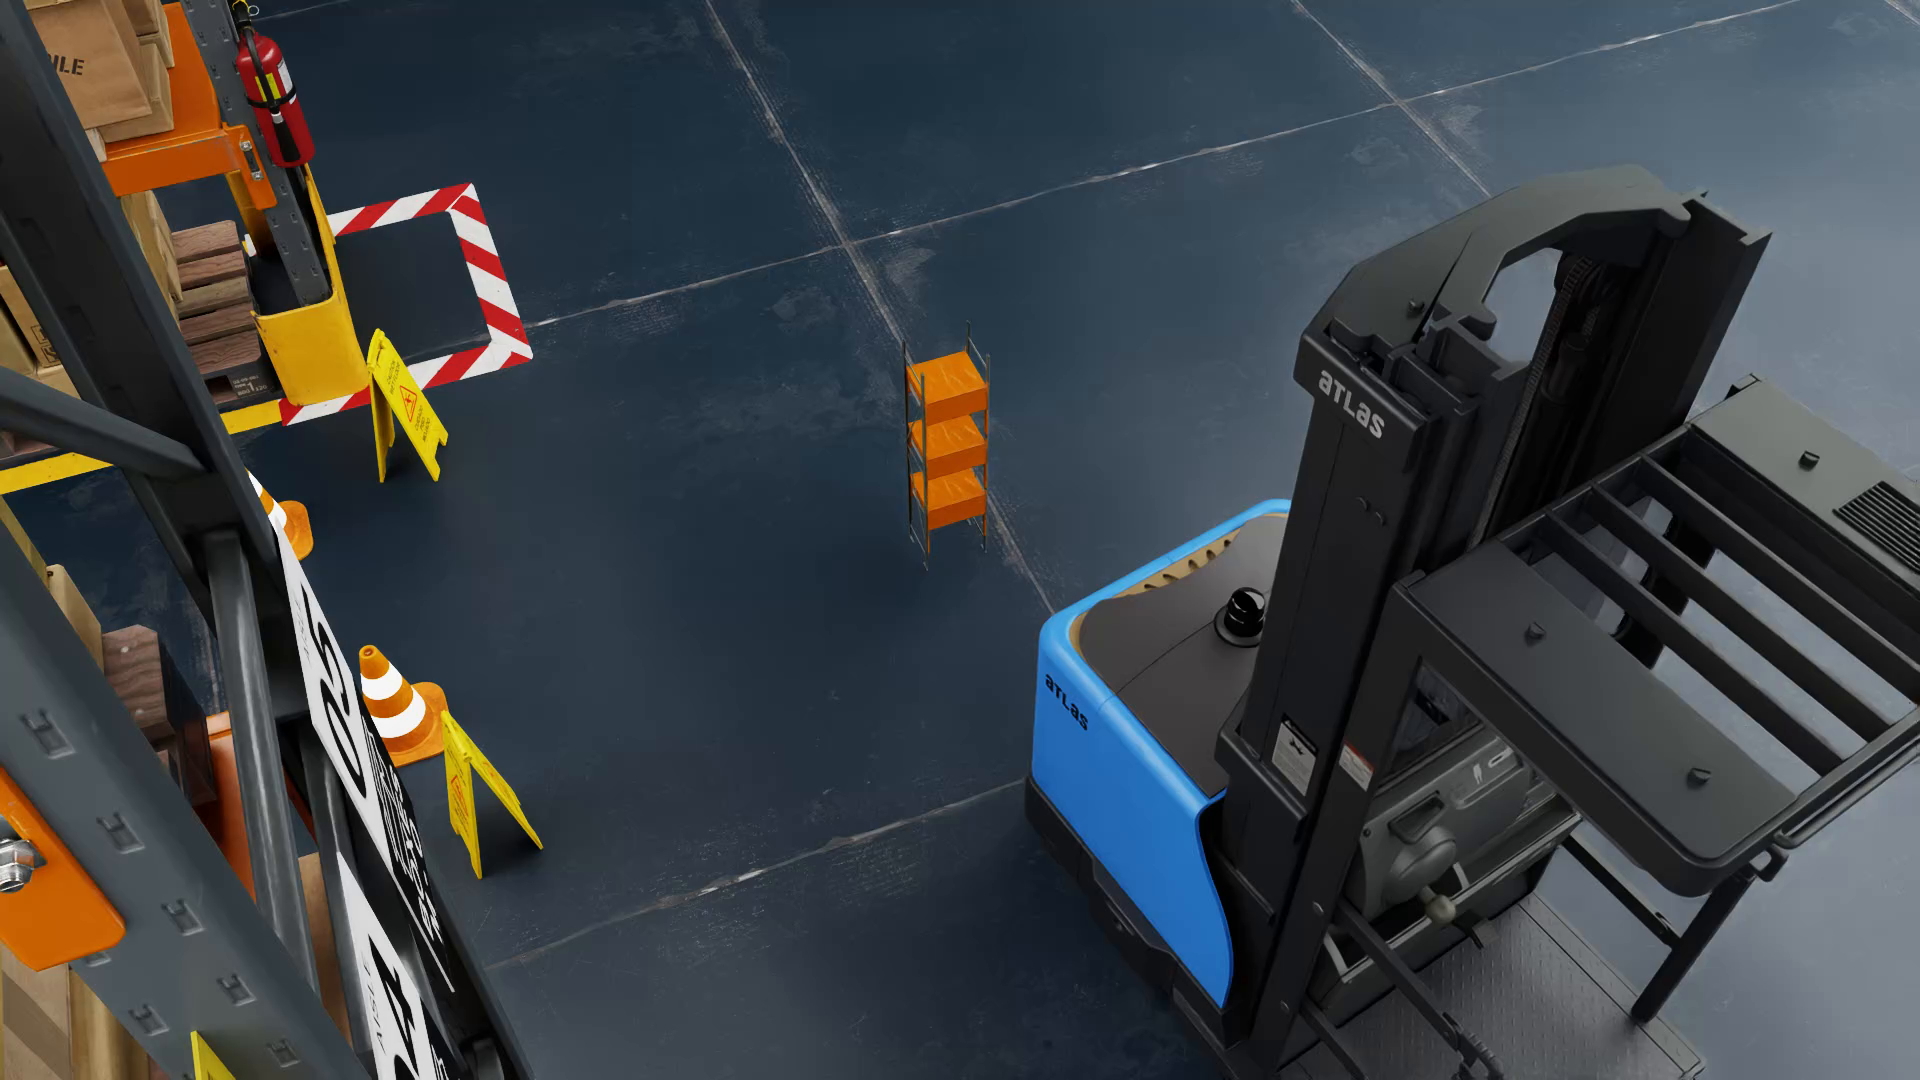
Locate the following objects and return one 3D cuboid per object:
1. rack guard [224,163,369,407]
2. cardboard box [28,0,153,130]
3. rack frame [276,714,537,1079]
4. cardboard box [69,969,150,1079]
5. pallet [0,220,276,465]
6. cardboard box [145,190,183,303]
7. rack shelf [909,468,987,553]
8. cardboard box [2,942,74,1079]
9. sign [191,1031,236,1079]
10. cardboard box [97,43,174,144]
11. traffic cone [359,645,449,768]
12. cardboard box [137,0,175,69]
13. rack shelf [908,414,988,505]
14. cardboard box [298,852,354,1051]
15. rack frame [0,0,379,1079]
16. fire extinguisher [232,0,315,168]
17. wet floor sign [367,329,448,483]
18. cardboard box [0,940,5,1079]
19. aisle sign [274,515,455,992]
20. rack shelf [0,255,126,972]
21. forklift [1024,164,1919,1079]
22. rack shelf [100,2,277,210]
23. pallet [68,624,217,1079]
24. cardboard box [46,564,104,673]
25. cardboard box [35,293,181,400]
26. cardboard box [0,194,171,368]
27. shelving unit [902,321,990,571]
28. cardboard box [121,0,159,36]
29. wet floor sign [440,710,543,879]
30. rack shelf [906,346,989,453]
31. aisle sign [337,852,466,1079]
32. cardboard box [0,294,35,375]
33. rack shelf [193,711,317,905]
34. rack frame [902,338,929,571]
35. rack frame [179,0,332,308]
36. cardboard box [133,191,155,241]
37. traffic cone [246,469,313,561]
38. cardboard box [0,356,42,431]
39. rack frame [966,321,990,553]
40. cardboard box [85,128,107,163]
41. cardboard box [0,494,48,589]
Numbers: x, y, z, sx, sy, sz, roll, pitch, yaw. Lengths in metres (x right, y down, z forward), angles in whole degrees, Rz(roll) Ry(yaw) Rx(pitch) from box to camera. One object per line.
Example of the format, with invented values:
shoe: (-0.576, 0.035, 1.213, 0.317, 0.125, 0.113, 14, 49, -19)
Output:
rack guard: (-2.907, -1.175, 7.270, 0.348, 0.500, 1.175, -17, 52, -14)
cardboard box: (-3.235, -1.791, 5.890, 0.500, 0.500, 0.500, -18, 52, -15)
rack frame: (-0.871, 1.437, 3.380, 0.127, 3.000, 1.000, -17, 52, -14)
cardboard box: (-1.051, 0.705, 1.854, 0.250, 0.149, 0.380, -17, 52, -14)
pallet: (-3.672, -0.872, 7.201, 1.213, 0.211, 1.003, -17, 52, -14)
cardboard box: (-3.688, -1.215, 7.192, 0.500, 0.250, 0.500, -18, 52, -15)
rack shelf: (-0.050, -0.139, 6.398, 0.240, 0.259, 0.215, -17, 52, -14)
cardboard box: (-1.219, 0.579, 1.700, 0.500, 0.250, 0.500, -17, 51, -14)
sign: (-0.679, 0.582, 1.605, 0.005, 0.325, 0.100, -17, 52, -14)
cardboard box: (-3.102, -1.672, 6.215, 0.250, 0.149, 0.380, -16, 51, -13)
traffic cone: (-2.012, 0.527, 5.833, 0.334, 0.463, 0.336, -17, 52, -14)
cardboard box: (-3.229, -1.977, 6.477, 0.250, 0.149, 0.380, -17, 51, -14)
rack shelf: (-0.050, -0.320, 6.187, 0.240, 0.259, 0.215, -17, 52, -14)
cardboard box: (-1.229, 1.115, 2.845, 0.550, 0.550, 0.875, -17, 52, -14)
rack frame: (-0.871, -0.518, 1.104, 0.127, 3.000, 1.000, -17, 52, -14)
fire extinguisher: (-2.556, -1.695, 6.120, 0.183, 0.674, 0.296, -17, 52, -14)
wet floor sign: (-2.256, -0.547, 6.635, 0.232, 0.644, 0.267, -2, 49, -1)
cardboard box: (-1.055, 0.447, 1.550, 0.250, 0.149, 0.380, -17, 51, -14)
aisle sign: (-0.919, 0.359, 2.592, 0.004, 0.787, 0.394, -17, 52, -14)
rack shelf: (-2.723, 0.420, 1.036, 4.000, 0.370, 1.077, -17, 52, -14)
forklift: (1.459, 0.721, 4.040, 1.130, 2.935, 3.031, -27, 55, -21)
rack shelf: (-4.688, -1.203, 6.121, 4.000, 0.370, 1.077, -17, 52, -14)
pallet: (-1.554, 0.708, 2.086, 1.213, 0.211, 1.003, -17, 52, -14)
cardboard box: (-1.310, 0.245, 2.249, 0.250, 0.149, 0.380, -17, 51, -14)
cardboard box: (-3.505, -0.824, 6.857, 0.500, 0.250, 0.500, -17, 52, -14)
cardboard box: (-3.480, -1.083, 6.585, 0.500, 0.500, 0.500, -17, 51, -14)
shelving unit: (-0.050, -0.327, 6.179, 0.252, 1.050, 0.215, -17, 52, -14)
cardboard box: (-3.380, -2.199, 6.240, 0.500, 0.500, 0.500, -18, 52, -15)
wet floor sign: (-1.593, 0.805, 5.474, 0.232, 0.644, 0.267, -26, 54, -20)
rack shelf: (-0.050, -0.505, 5.972, 0.240, 0.259, 0.215, -17, 52, -14)
aisle sign: (-0.692, 0.780, 2.230, 0.004, 0.787, 0.394, -17, 52, -14)
cardboard box: (-3.961, -0.931, 6.455, 0.500, 0.500, 0.500, -15, 51, -13)
rack shelf: (-2.723, 1.267, 2.022, 4.000, 0.370, 1.077, -17, 52, -14)
rack frame: (-0.162, -0.292, 6.149, 0.008, 1.050, 0.200, -17, 52, -14)
rack frame: (-2.836, -2.011, 6.340, 0.127, 3.000, 1.000, -17, 52, -14)
cardboard box: (-3.710, -1.452, 6.902, 0.500, 0.500, 0.500, -19, 52, -15)
traffic cone: (-2.747, -0.155, 6.419, 0.334, 0.463, 0.336, -17, 52, -14)
cardboard box: (-3.966, -0.688, 6.740, 0.500, 0.250, 0.500, -17, 51, -14)
rack frame: (0.063, -0.362, 6.209, 0.008, 1.050, 0.200, -17, 52, -14)
cardboard box: (-3.294, -1.521, 6.085, 0.250, 0.149, 0.380, -18, 52, -15)
cardboard box: (-1.415, 0.200, 2.025, 0.500, 0.250, 0.500, -17, 52, -14)
